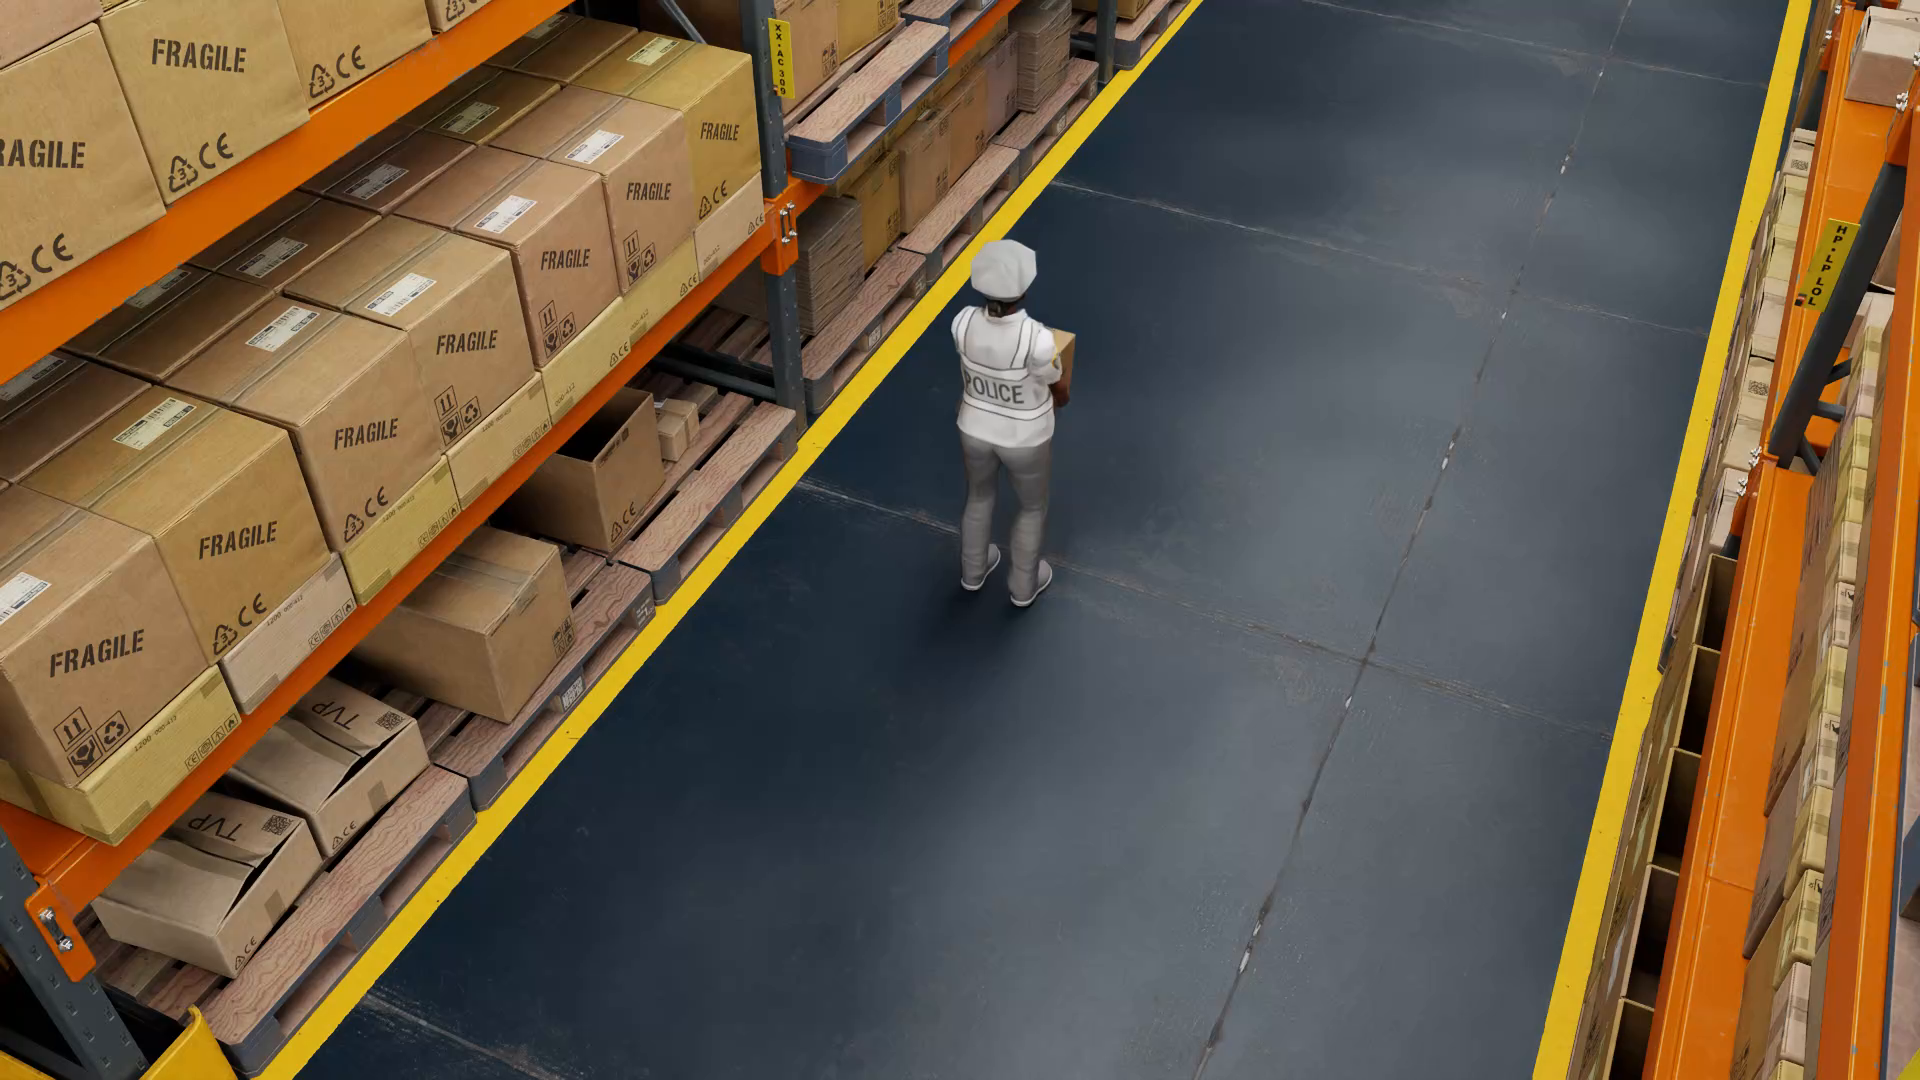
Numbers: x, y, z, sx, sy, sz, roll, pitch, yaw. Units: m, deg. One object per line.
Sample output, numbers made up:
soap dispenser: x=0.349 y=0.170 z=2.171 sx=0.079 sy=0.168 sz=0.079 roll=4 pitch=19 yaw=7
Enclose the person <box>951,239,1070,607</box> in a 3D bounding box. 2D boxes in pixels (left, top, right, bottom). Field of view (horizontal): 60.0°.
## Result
person: x=0.216 y=-0.489 z=6.683 sx=0.441 sy=1.692 sz=0.514 roll=17 pitch=45 yaw=18
